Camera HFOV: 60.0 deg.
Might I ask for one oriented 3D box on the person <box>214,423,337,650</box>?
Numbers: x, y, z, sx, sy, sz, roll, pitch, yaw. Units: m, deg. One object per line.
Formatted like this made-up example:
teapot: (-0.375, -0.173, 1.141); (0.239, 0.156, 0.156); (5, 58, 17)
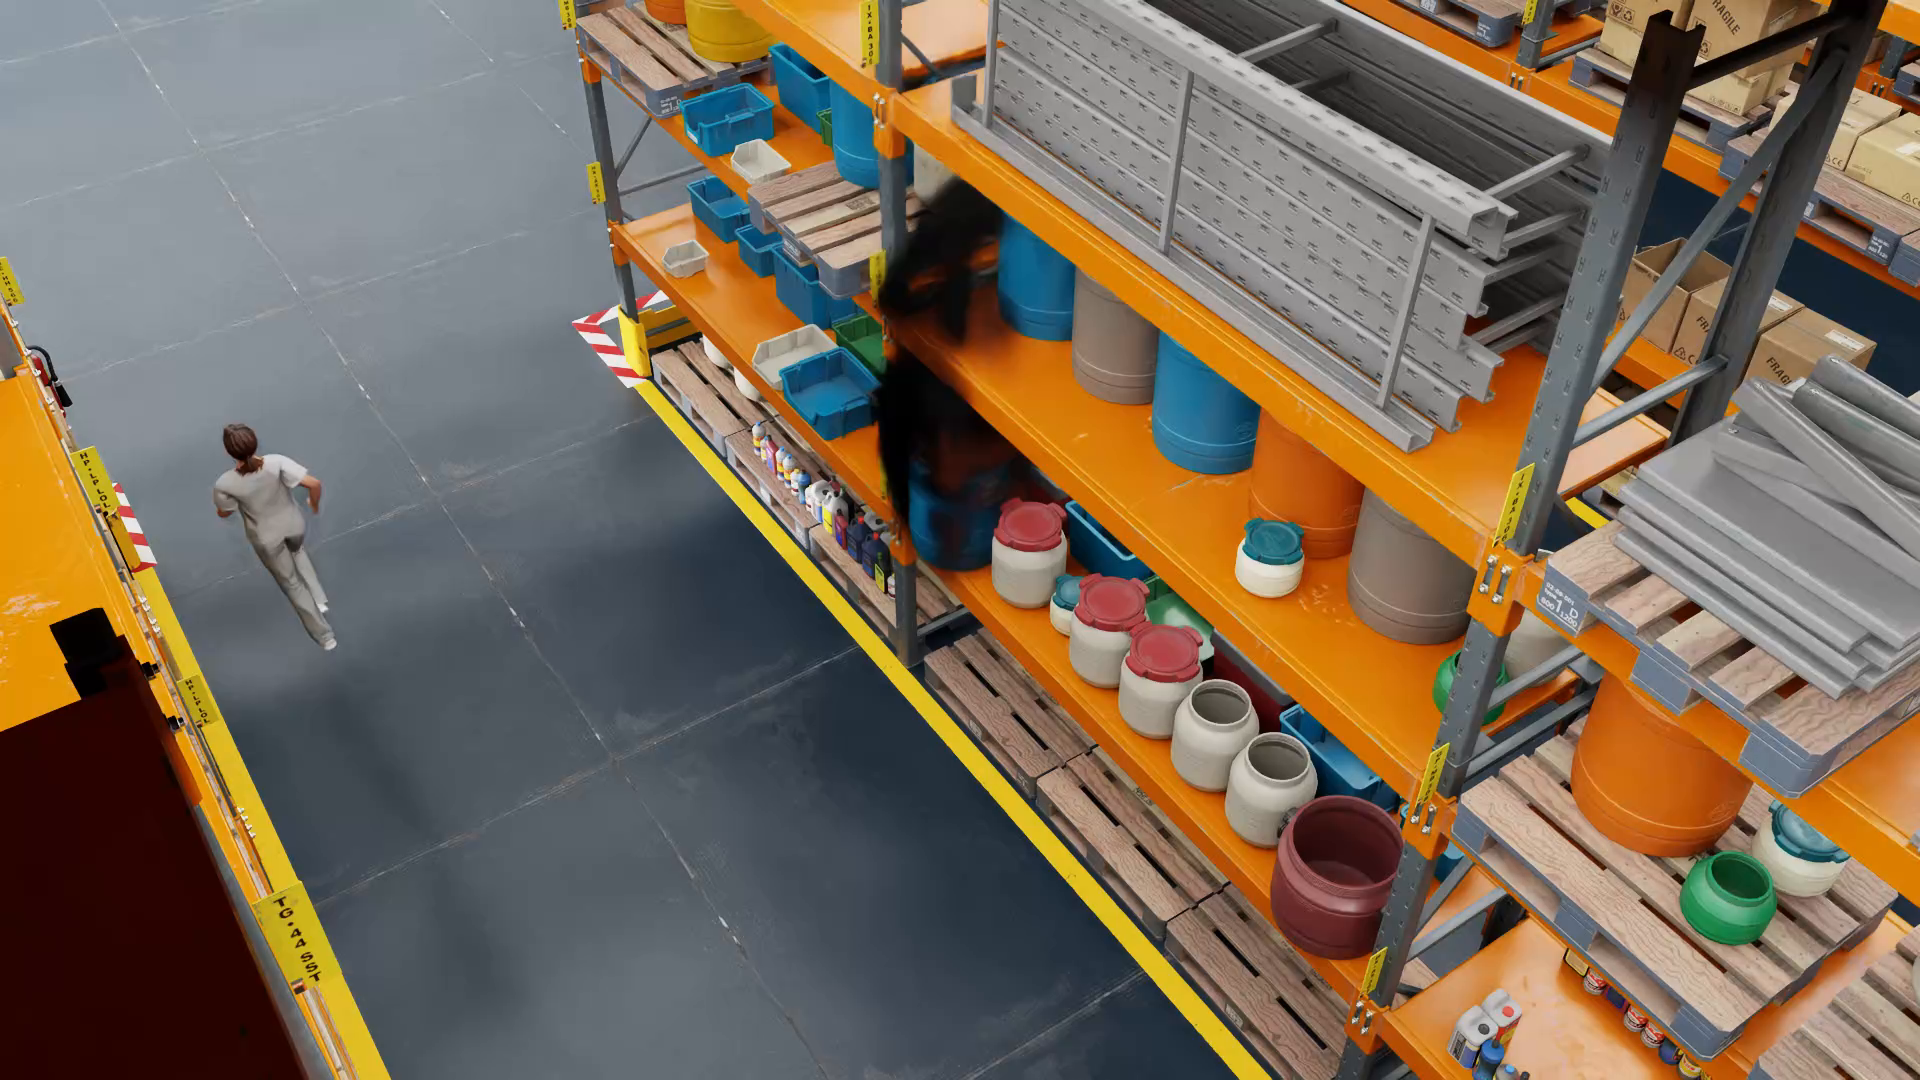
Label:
person: (-4.166, -0.040, 10.163); (0.546, 1.730, 0.649); (-33, 52, -30)

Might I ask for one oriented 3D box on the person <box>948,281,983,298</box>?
person: (0.009, -2.327, 12.604); (0.713, 1.769, 0.557); (-32, 51, -30)
